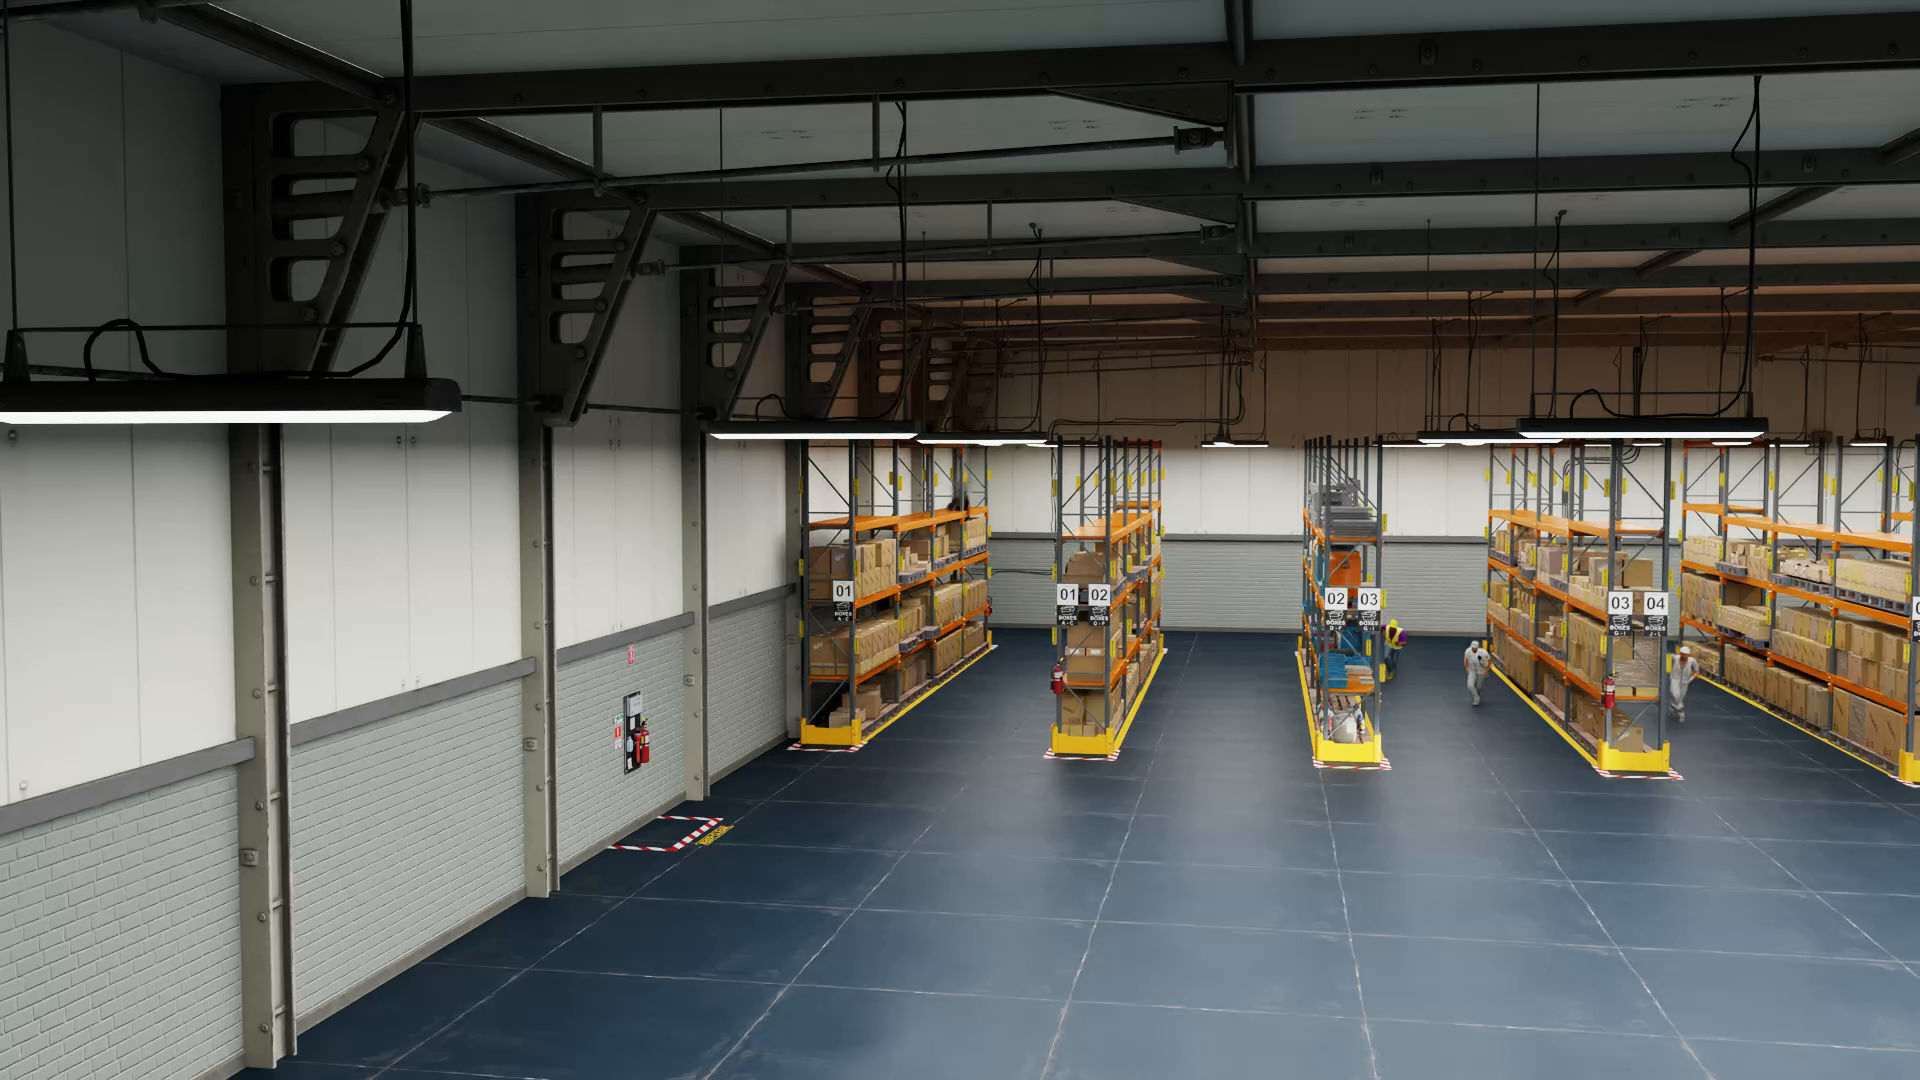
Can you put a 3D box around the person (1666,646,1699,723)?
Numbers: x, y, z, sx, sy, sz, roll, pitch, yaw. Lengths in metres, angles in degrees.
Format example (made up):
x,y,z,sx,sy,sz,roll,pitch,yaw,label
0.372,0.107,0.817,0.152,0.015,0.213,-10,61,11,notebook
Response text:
x,y,z,sx,sy,sz,roll,pitch,yaw,label
15.172,2.949,35.057,0.686,1.512,1.098,1,3,13,person

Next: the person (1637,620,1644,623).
x,y,z,sx,sy,sz,roll,pitch,yaw,label
18.039,2.490,43.963,0.701,1.724,0.659,1,3,12,person

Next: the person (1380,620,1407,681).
x,y,z,sx,sy,sz,roll,pitch,yaw,label
10.838,2.720,41.590,0.695,1.543,1.165,1,3,19,person

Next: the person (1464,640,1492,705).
x,y,z,sx,sy,sz,roll,pitch,yaw,label
11.636,2.967,37.359,0.611,1.491,0.971,2,3,27,person
